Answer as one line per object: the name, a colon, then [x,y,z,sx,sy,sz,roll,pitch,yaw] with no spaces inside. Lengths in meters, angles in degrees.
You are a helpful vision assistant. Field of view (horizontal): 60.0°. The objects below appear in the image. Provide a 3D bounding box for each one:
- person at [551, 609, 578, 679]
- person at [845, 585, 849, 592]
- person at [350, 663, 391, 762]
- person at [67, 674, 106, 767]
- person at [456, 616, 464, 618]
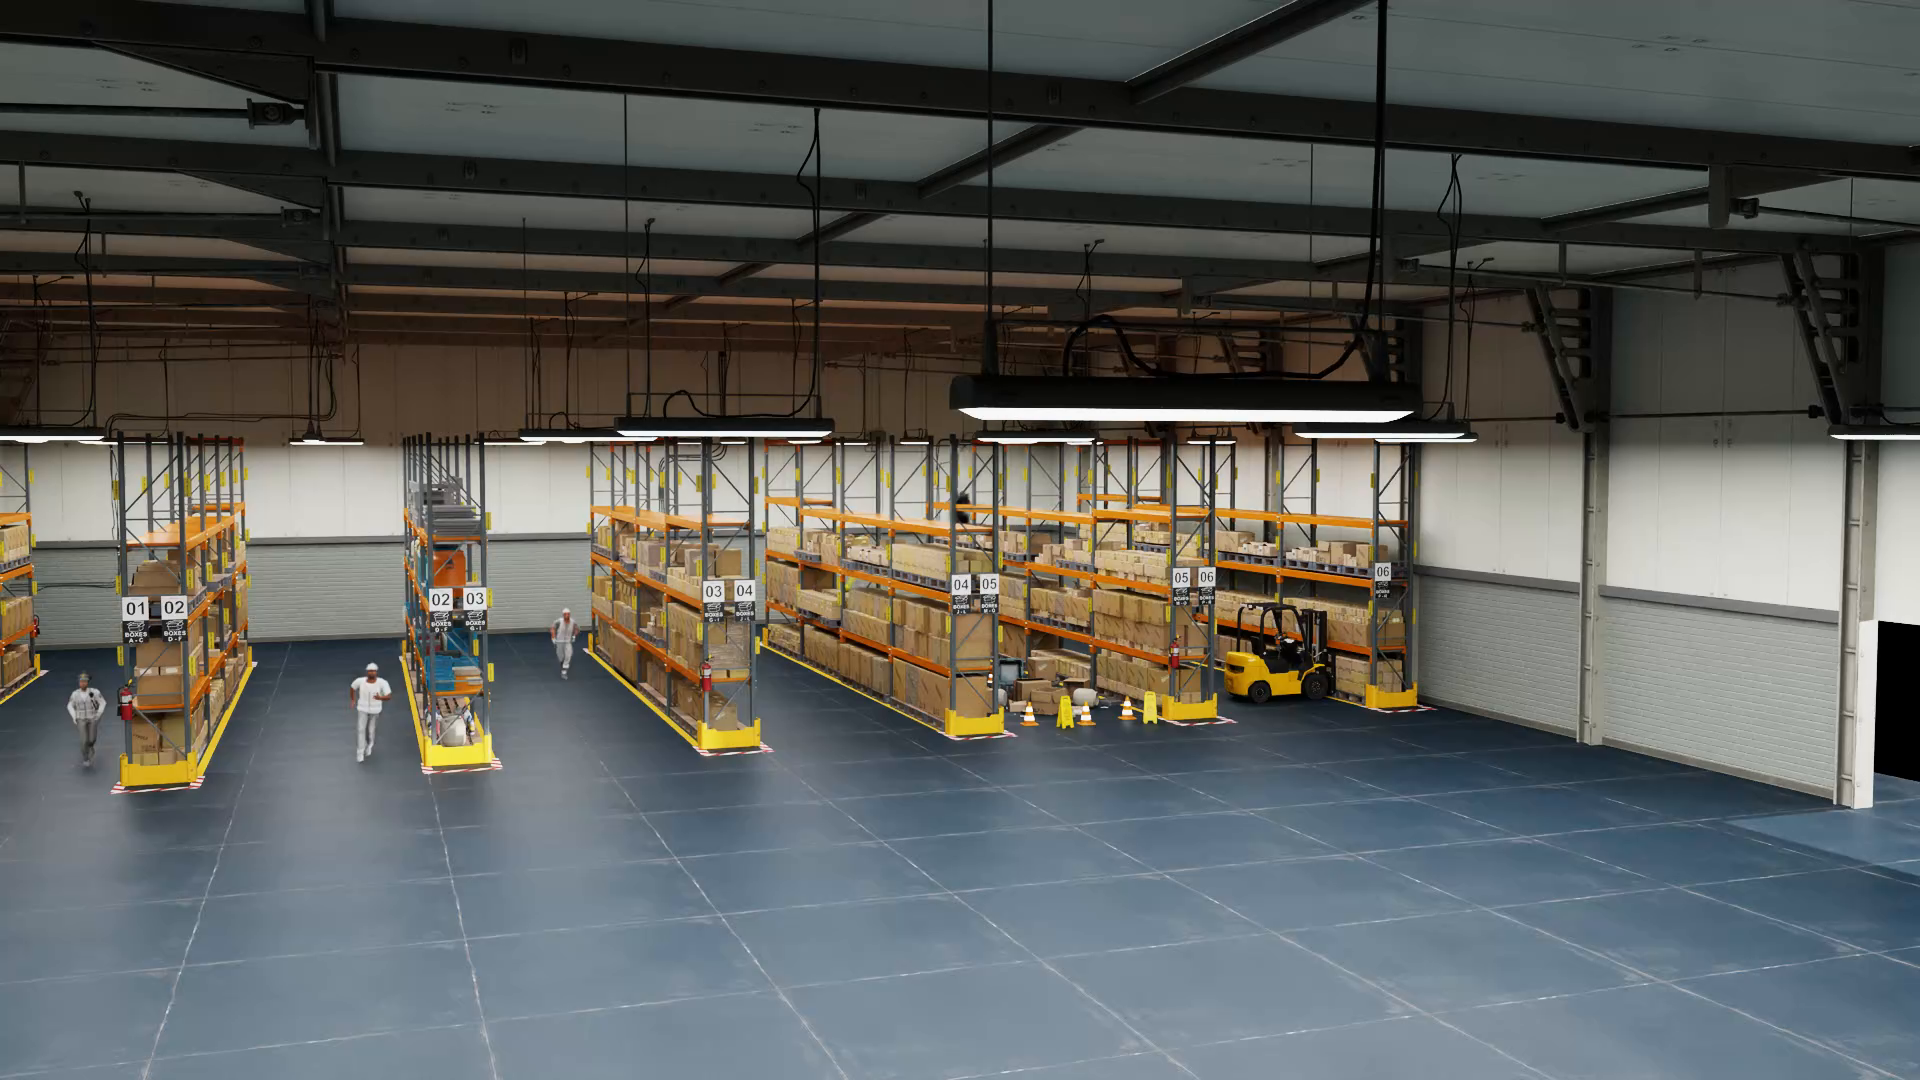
person: [-9.881,2.572,41.568,0.678,1.756,0.814,-1,3,-20]
person: [-3.349,2.164,48.139,0.691,1.709,0.615,-1,3,-18]
person: [-10.745,3.115,30.328,0.713,1.740,1.022,-1,3,-20]
person: [-15.781,3.234,30.051,0.621,1.670,0.515,-1,3,-22]
person: [-13.966,2.343,46.447,0.545,1.659,0.672,0,3,-1]
